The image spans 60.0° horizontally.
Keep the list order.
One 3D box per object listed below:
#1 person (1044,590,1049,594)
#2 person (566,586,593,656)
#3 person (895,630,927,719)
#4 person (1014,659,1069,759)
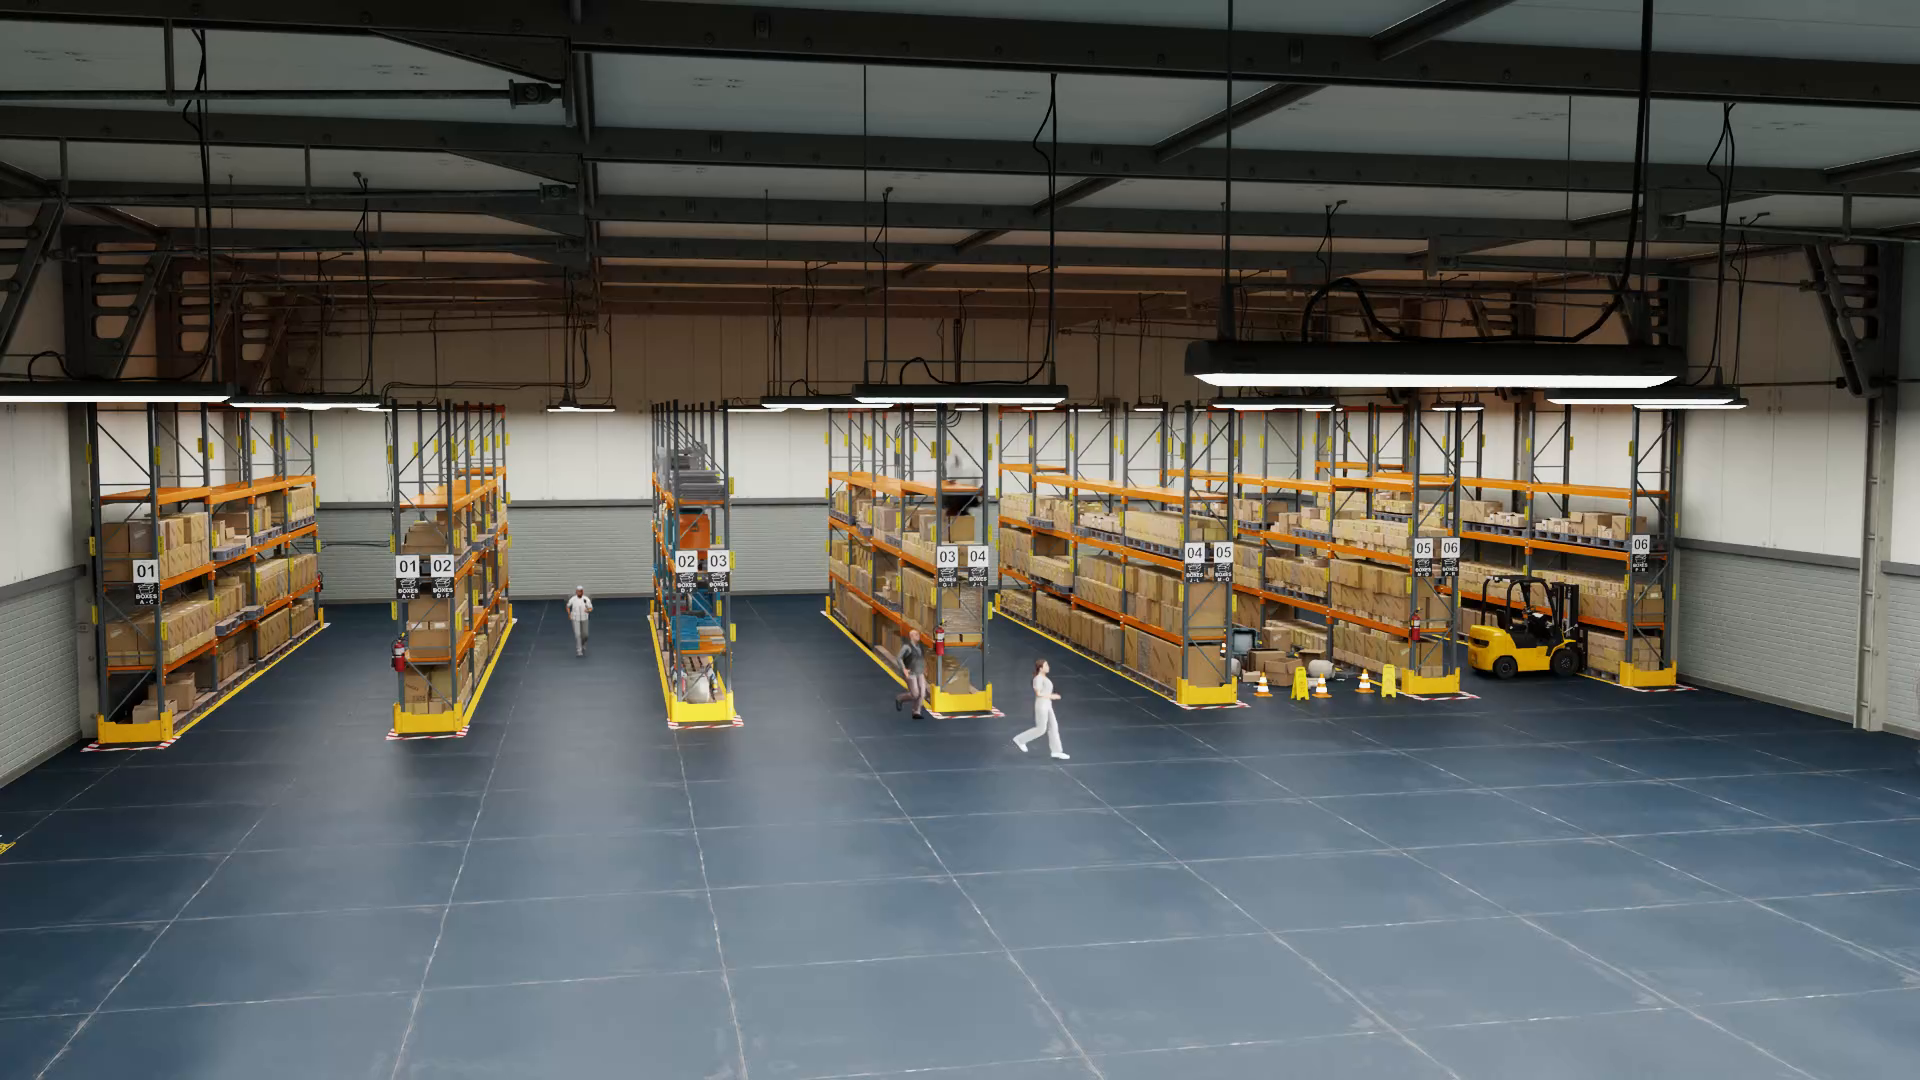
[{"bbox_3d":[2.685,1.122,49.667,0.763,1.718,0.860,-4,6,-43],"label":"person"},{"bbox_3d":[-9.055,1.920,39.625,0.620,1.626,0.813,-2,5,-20],"label":"person"},{"bbox_3d":[-0.887,2.532,31.403,0.681,1.677,0.688,4,6,43],"label":"person"},{"bbox_3d":[1.358,2.803,27.636,0.935,1.657,0.568,1,4,14],"label":"person"}]
